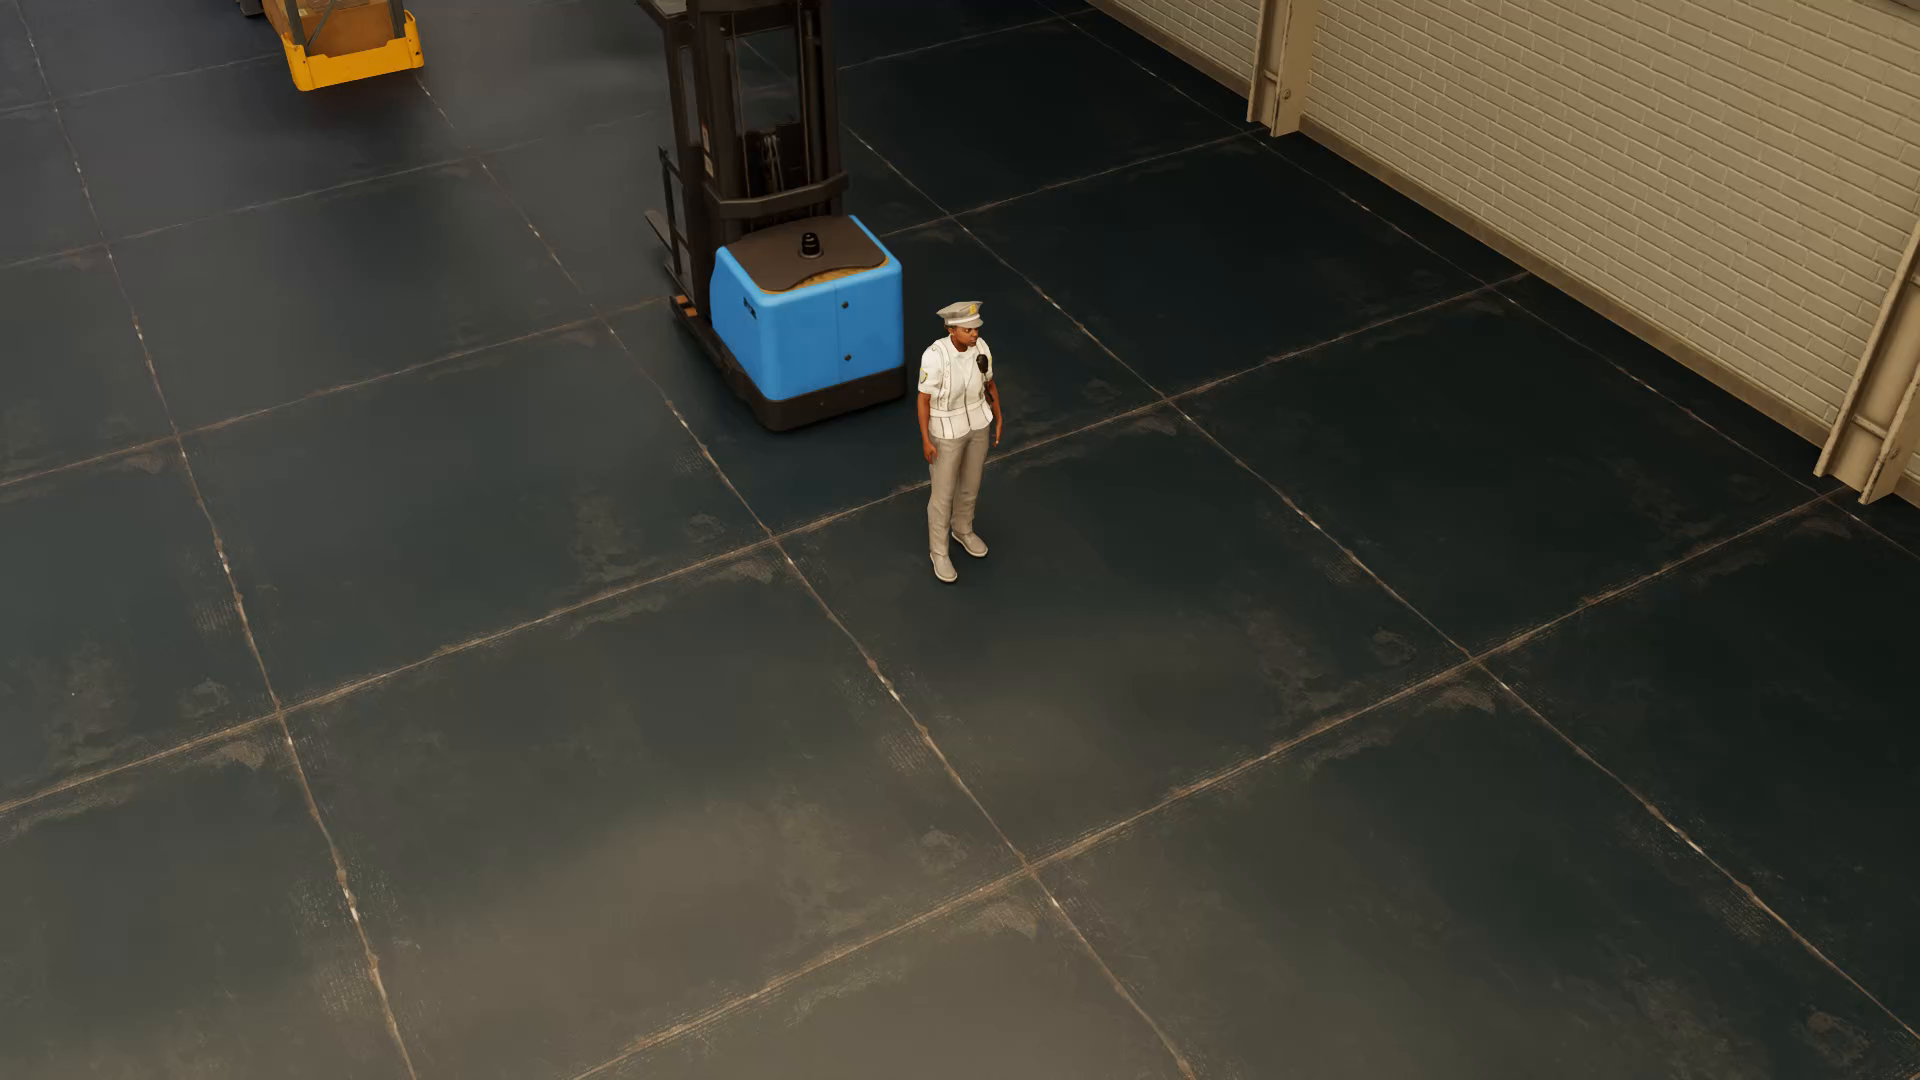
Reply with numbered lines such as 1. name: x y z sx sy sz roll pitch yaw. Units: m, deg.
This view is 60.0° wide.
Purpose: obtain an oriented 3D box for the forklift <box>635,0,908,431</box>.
1. forklift: -1.488 -2.787 11.396 1.130 2.935 3.031 -18 43 -21

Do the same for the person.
1. person: 0.018 -0.609 9.728 0.564 1.695 0.528 -20 44 -23
